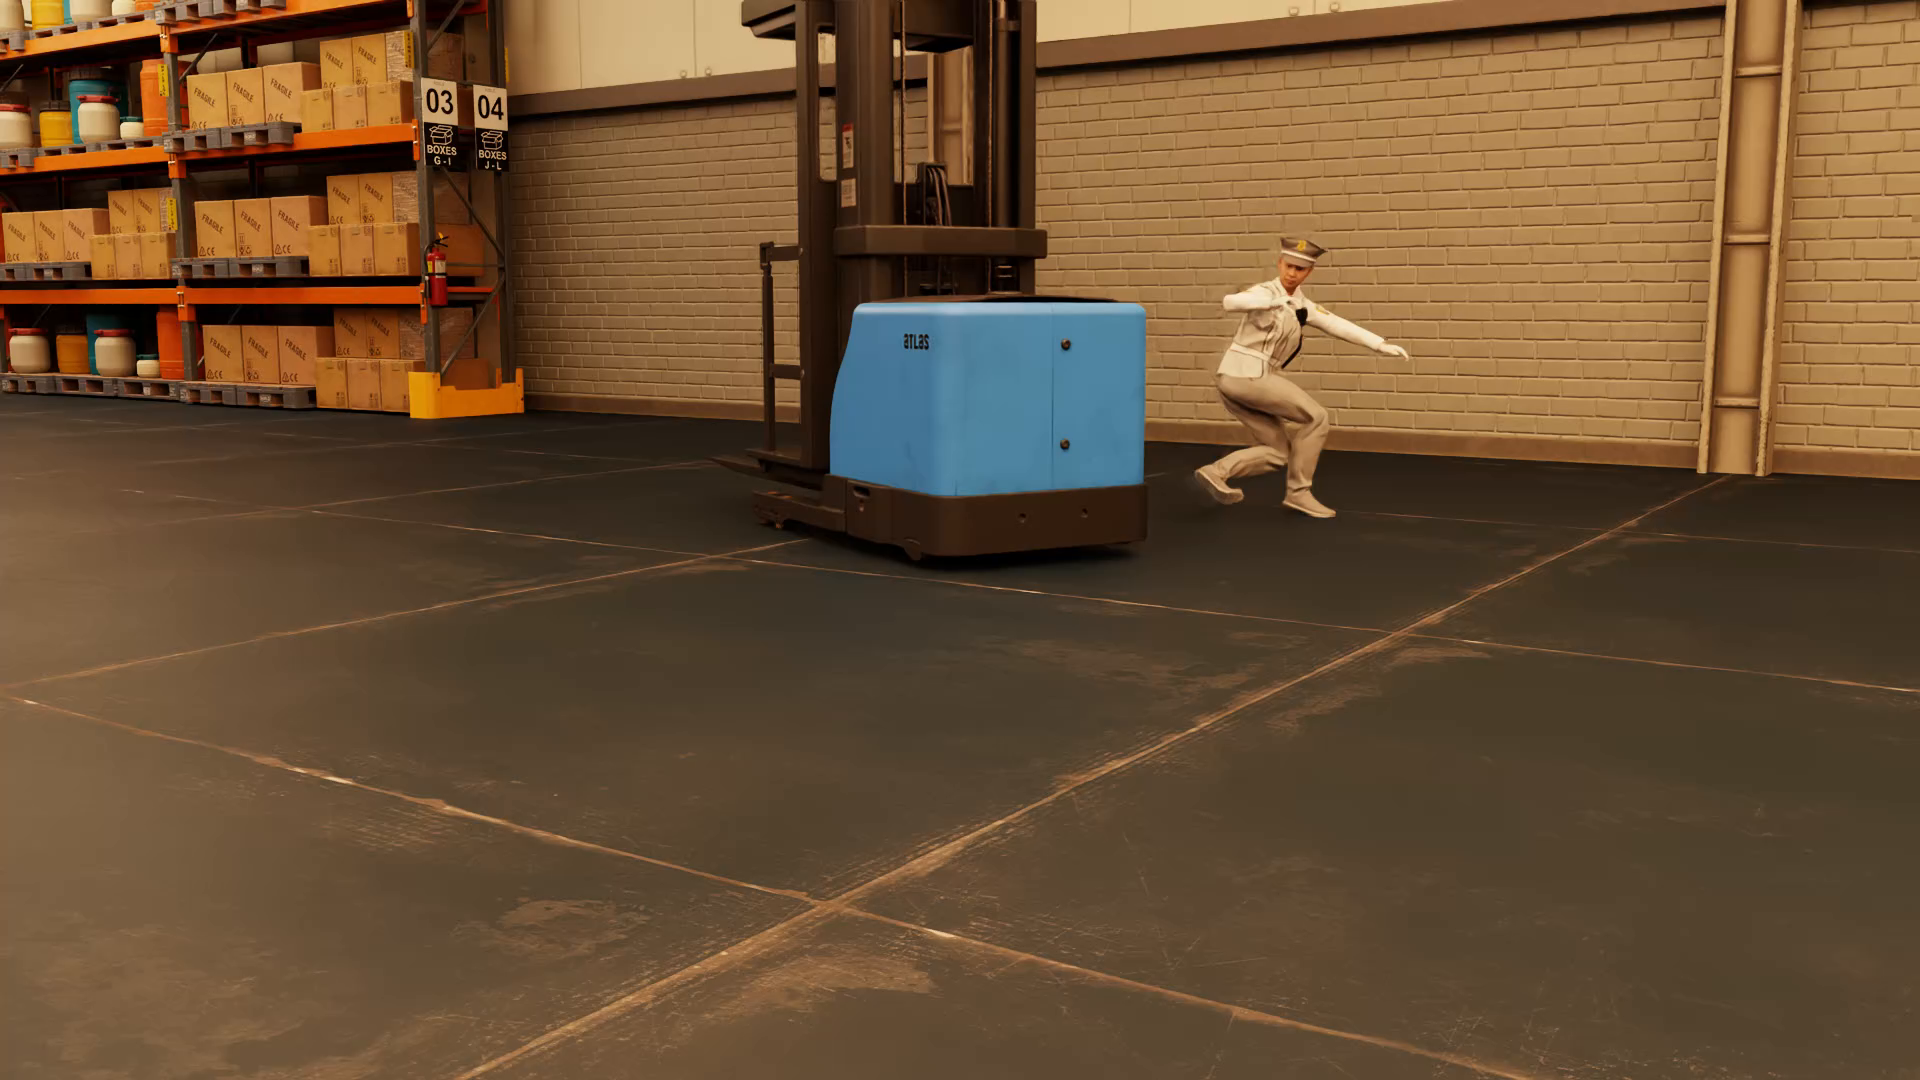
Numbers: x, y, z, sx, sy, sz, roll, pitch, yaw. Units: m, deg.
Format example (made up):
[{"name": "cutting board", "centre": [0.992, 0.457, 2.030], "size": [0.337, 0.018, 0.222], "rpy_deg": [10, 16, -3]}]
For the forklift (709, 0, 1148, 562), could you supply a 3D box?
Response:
[{"name": "forklift", "centre": [-0.363, -1.530, 7.951], "size": [1.130, 2.935, 3.031], "rpy_deg": [-5, 9, -29]}]

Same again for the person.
[{"name": "person", "centre": [1.710, -0.803, 8.335], "size": [1.047, 1.422, 0.760], "rpy_deg": [2, 8, 13]}]
